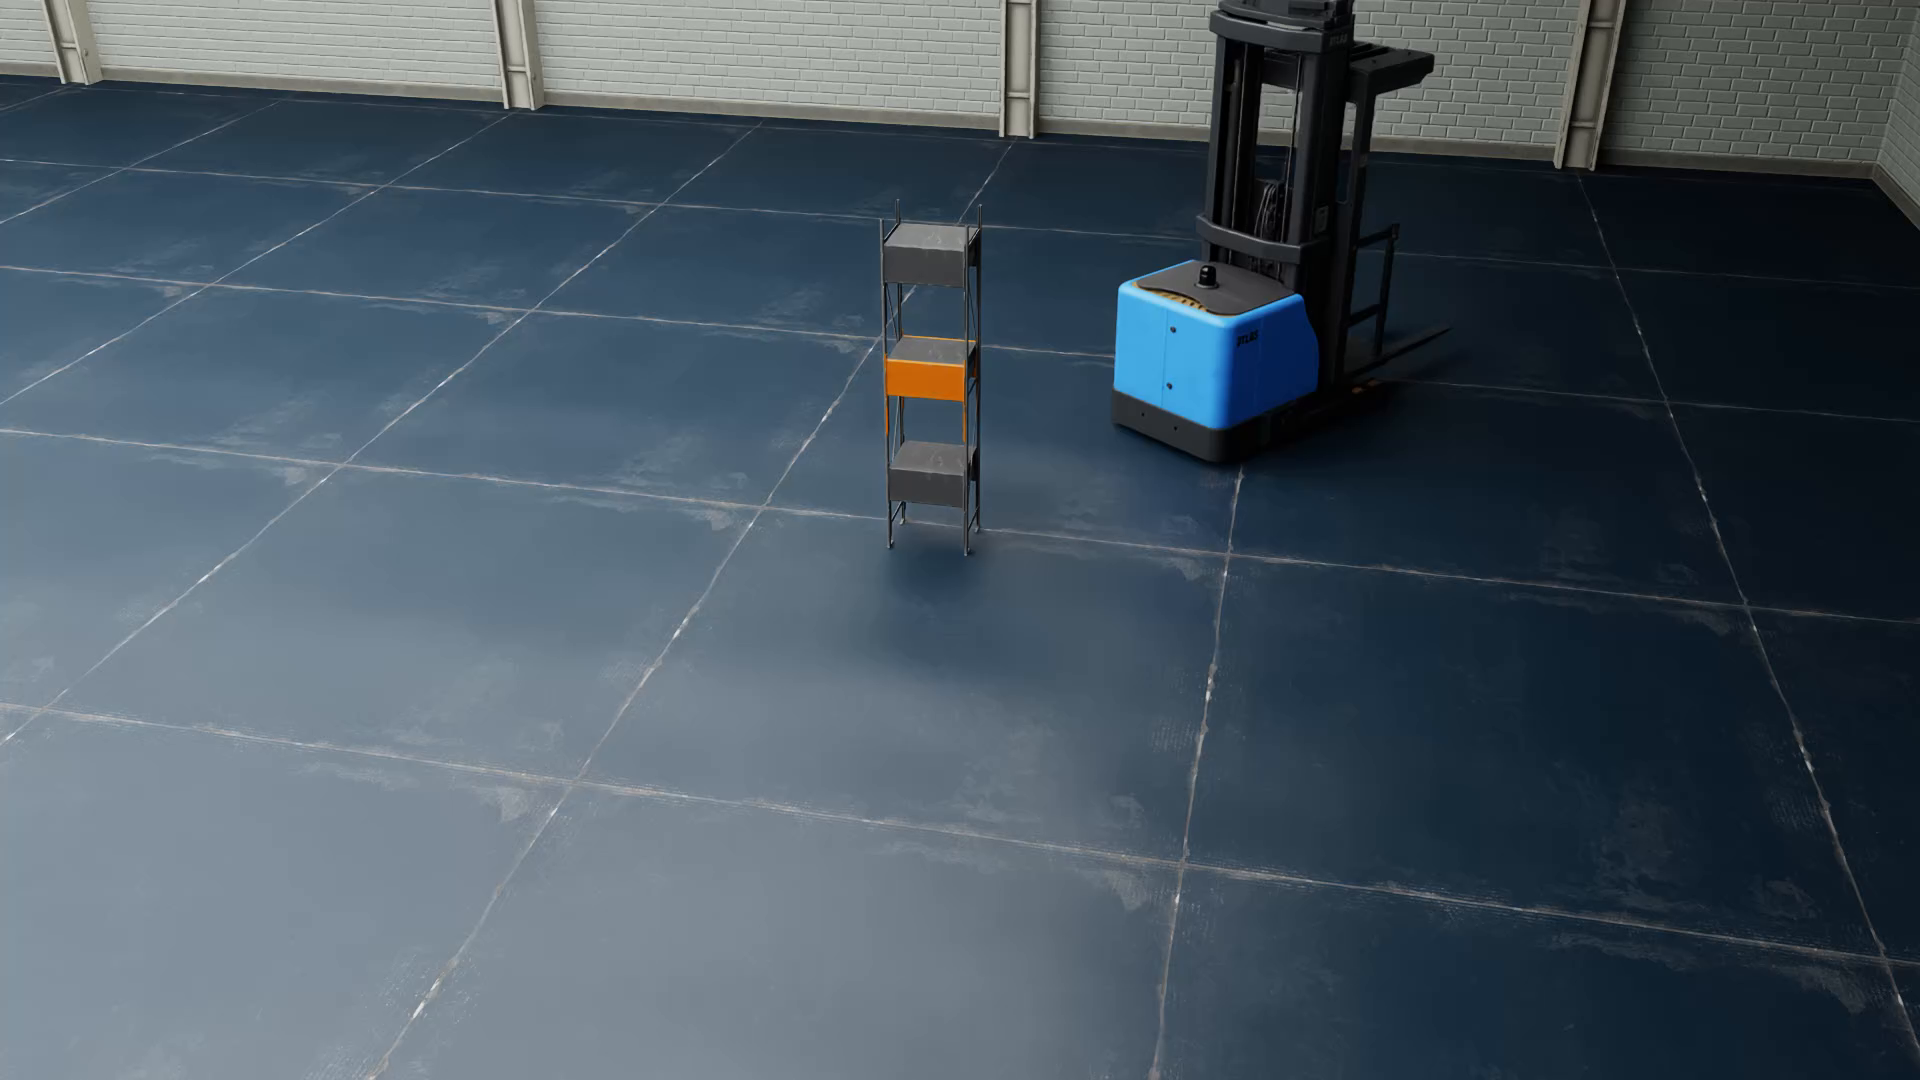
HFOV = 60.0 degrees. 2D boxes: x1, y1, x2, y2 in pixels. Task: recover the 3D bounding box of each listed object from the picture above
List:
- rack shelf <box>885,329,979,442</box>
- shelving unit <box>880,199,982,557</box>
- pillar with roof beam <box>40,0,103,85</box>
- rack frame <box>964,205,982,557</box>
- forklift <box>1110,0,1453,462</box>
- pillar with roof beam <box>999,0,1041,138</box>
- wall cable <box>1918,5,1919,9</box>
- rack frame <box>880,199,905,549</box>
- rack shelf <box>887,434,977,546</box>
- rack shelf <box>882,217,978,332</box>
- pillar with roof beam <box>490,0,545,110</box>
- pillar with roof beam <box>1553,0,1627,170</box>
[{"bbox_3d":[-0.162,-0.926,9.945,0.480,0.518,0.431,6,29,11],"label":"rack shelf"},{"bbox_3d":[-0.162,-0.938,9.938,0.503,2.100,0.431,6,29,11],"label":"shelving unit"},{"bbox_3d":[-11.969,-7.718,15.139,0.400,9.000,9.100,6,29,11],"label":"pillar with roof beam"},{"bbox_3d":[0.077,-0.913,9.893,0.015,2.100,0.400,6,29,11],"label":"rack frame"},{"bbox_3d":[2.505,-2.399,11.742,3.031,2.935,1.130,-23,36,-36],"label":"forklift"},{"bbox_3d":[-0.233,-6.515,12.941,0.400,9.000,9.100,6,29,11],"label":"pillar with roof beam"},{"bbox_3d":[9.138,-5.656,14.607,0.112,2.526,3.097,6,29,11],"label":"wall cable"},{"bbox_3d":[-0.401,-0.962,9.983,0.015,2.100,0.400,6,29,11],"label":"rack frame"},{"bbox_3d":[-0.162,-0.312,10.281,0.480,0.518,0.431,6,29,11],"label":"rack shelf"},{"bbox_3d":[-0.162,-1.540,9.609,0.480,0.518,0.431,6,29,11],"label":"rack shelf"},{"bbox_3d":[-6.101,-7.116,14.040,0.400,9.000,9.100,6,29,11],"label":"pillar with roof beam"},{"bbox_3d":[5.634,-5.913,11.842,0.400,9.000,9.100,6,29,11],"label":"pillar with roof beam"}]
